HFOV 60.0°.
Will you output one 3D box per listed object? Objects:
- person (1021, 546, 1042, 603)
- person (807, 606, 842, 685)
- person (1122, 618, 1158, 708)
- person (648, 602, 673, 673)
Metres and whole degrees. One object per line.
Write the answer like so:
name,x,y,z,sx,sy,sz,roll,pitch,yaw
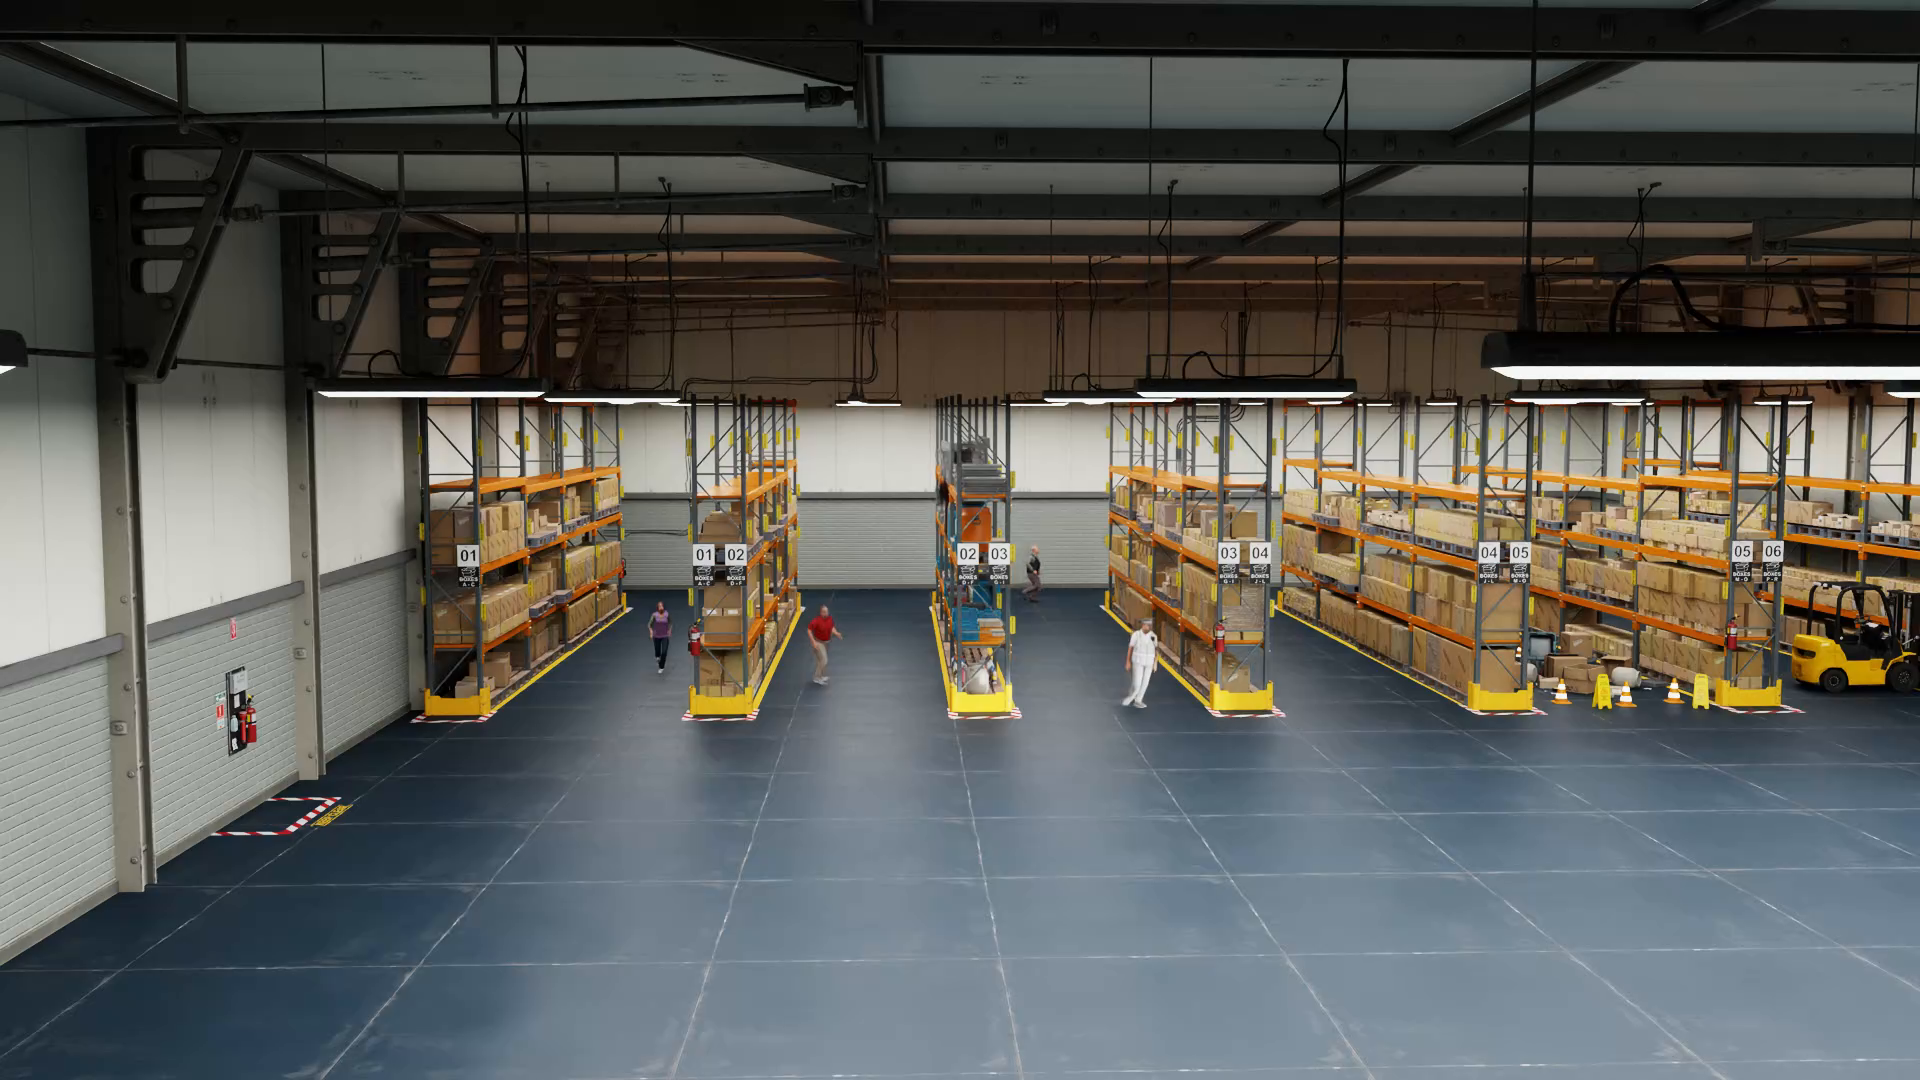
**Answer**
person,2.135,1.014,49.371,0.572,1.672,0.671,1,5,17
person,-2.840,2.186,34.765,0.817,1.674,0.704,2,5,28
person,3.453,2.344,31.736,0.654,1.742,0.489,-2,5,-20
person,-6.517,2.106,36.220,0.543,1.548,0.584,-1,5,-15
